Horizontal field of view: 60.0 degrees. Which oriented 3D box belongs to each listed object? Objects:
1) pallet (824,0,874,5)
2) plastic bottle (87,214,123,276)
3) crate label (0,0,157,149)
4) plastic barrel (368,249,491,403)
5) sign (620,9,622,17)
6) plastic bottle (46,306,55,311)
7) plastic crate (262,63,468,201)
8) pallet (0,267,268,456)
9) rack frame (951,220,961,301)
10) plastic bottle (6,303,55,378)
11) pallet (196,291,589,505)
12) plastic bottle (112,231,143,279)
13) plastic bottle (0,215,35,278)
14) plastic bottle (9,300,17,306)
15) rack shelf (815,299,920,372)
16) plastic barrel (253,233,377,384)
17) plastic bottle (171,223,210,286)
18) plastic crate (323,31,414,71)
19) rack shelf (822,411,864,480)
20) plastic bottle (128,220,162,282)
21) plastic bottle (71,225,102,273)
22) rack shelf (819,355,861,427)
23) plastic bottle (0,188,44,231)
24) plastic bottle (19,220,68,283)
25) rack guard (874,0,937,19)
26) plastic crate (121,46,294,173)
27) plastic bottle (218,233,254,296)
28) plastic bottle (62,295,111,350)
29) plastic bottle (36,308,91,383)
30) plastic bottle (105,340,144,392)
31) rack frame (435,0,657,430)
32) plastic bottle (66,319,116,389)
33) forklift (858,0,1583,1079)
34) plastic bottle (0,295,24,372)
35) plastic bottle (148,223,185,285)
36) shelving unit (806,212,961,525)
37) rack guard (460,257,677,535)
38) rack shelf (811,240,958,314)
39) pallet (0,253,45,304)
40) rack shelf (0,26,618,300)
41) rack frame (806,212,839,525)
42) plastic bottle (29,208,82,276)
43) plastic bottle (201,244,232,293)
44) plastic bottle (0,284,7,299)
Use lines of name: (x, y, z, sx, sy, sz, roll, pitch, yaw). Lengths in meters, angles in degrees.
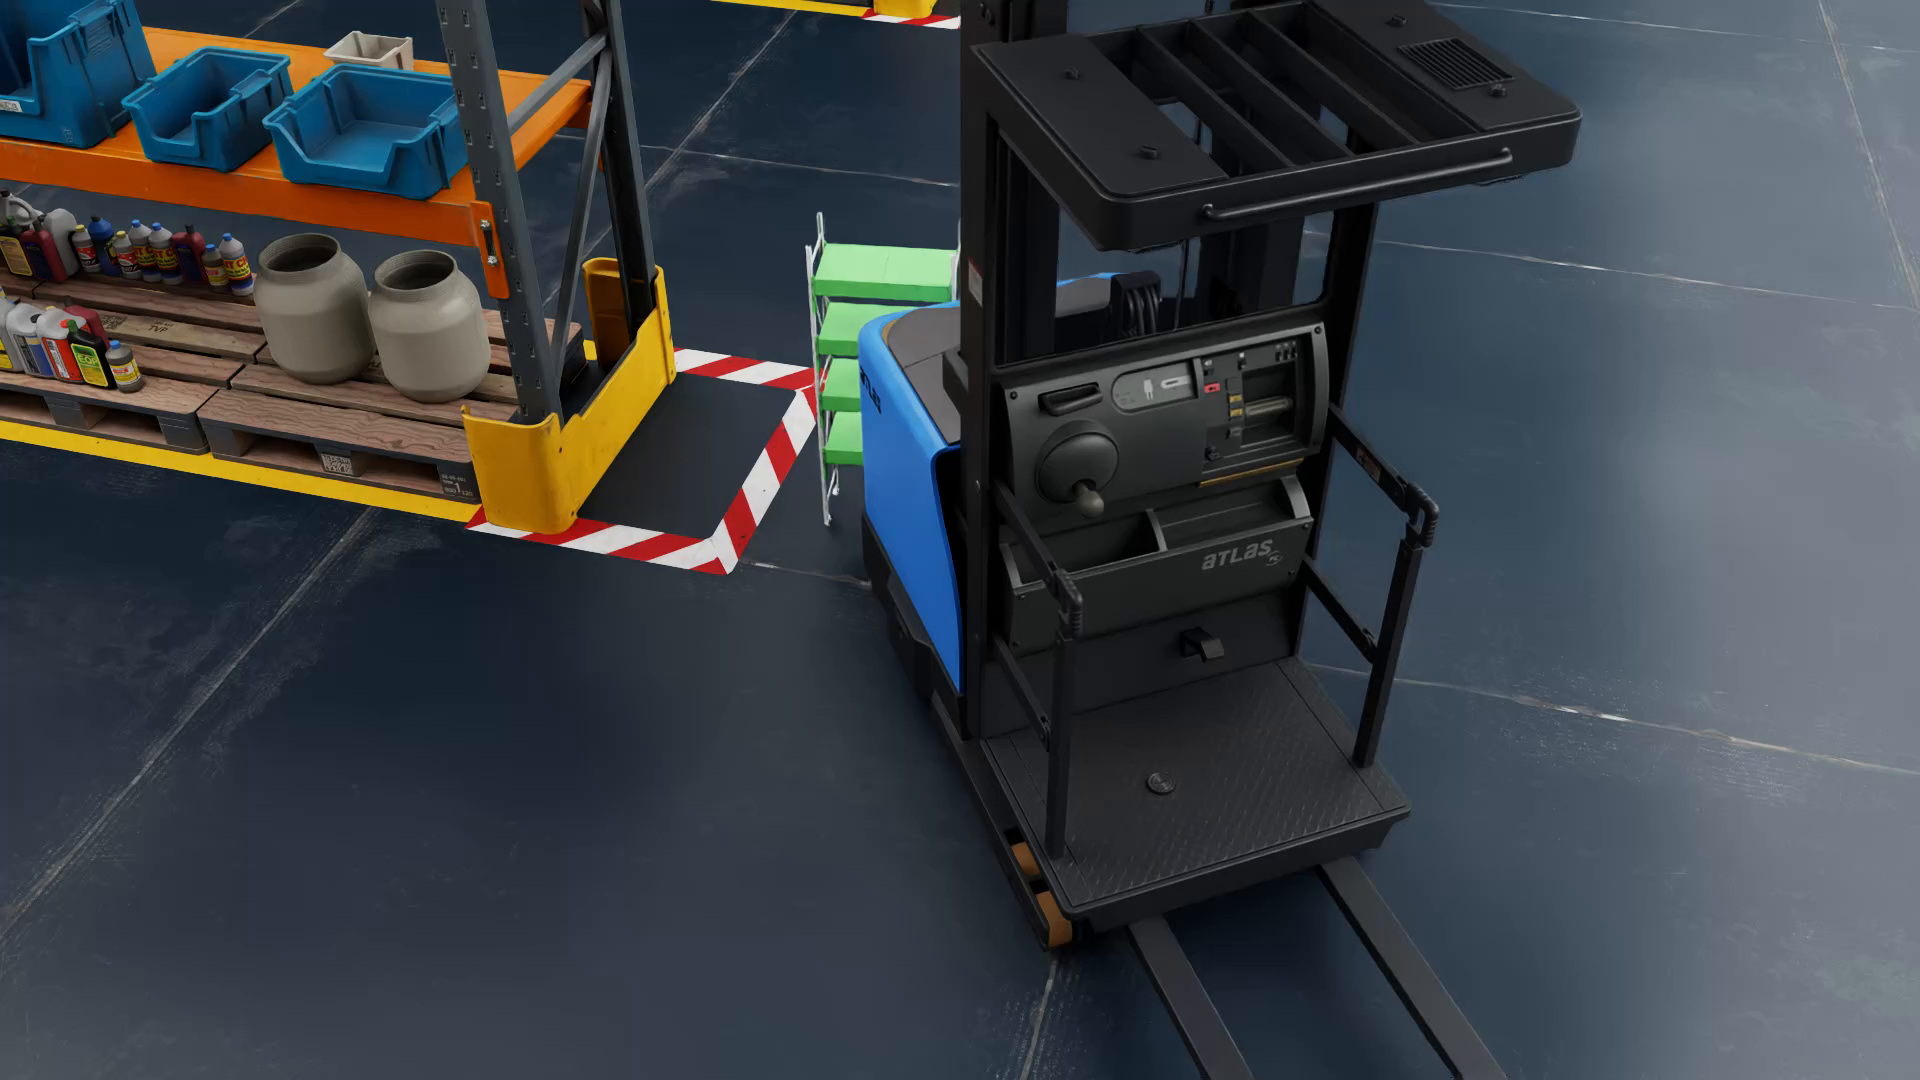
pallet: (-0.994, -3.745, 10.545, 1.213, 0.211, 1.003, 10, 41, 11)
plastic bottle: (-3.720, -1.292, 7.235, 0.097, 0.271, 0.097, 0, 40, 0)
crate label: (-3.274, -1.717, 5.935, 0.616, 0.435, 0.502, 10, 41, 11)
plastic barrel: (-2.081, -0.836, 6.521, 0.421, 0.512, 0.421, 0, 40, 0)
sign: (-1.279, -2.013, 6.099, 0.005, 0.325, 0.100, 10, 41, 11)
plastic bottle: (-3.669, -0.858, 6.773, 0.097, 0.201, 0.097, 0, 40, 0)
plastic crate: (-1.987, -1.406, 5.708, 0.616, 0.251, 0.499, 10, 41, 11)
pallet: (-3.470, -0.824, 7.067, 1.213, 0.211, 1.003, 10, 41, 11)
rack frame: (-0.010, -0.559, 5.983, 0.015, 1.200, 0.240, 4, 40, 5)
plastic bottle: (-3.684, -0.806, 6.653, 0.135, 0.276, 0.152, 9, 41, 10)
pallet: (-2.295, -0.620, 6.824, 1.213, 0.211, 1.003, 10, 41, 11)
plastic bottle: (-3.620, -1.248, 7.237, 0.097, 0.201, 0.097, 0, 40, 0)
plastic bottle: (-4.097, -1.278, 7.209, 0.133, 0.283, 0.061, 10, 41, 11)
plastic bottle: (-3.856, -0.885, 6.805, 0.097, 0.201, 0.097, 0, 40, 0)
rack shelf: (-0.253, -0.711, 5.889, 0.480, 0.148, 0.258, 4, 40, 5)
plastic barrel: (-2.565, -0.919, 6.620, 0.421, 0.512, 0.421, 0, 40, 0)
plastic bottle: (-3.311, -1.238, 7.162, 0.133, 0.283, 0.061, 10, 41, 12)
plastic crate: (-2.207, -1.814, 6.282, 0.250, 0.136, 0.298, 10, 41, 11)
rack shelf: (-0.253, -0.343, 6.198, 0.480, 0.148, 0.258, 4, 40, 5)
plastic bottle: (-3.524, -1.258, 7.195, 0.097, 0.271, 0.097, 0, 40, 0)
plastic bottle: (-3.819, -1.282, 7.278, 0.097, 0.201, 0.097, 0, 40, 0)
rack shelf: (-0.253, -0.527, 6.044, 0.480, 0.148, 0.258, 4, 40, 5)
plastic bottle: (-4.096, -1.371, 7.268, 0.185, 0.351, 0.144, 10, 41, 11)
plastic bottle: (-3.967, -1.250, 7.176, 0.133, 0.283, 0.061, 10, 41, 11)
rack guard: (-0.219, -3.698, 10.265, 0.348, 0.500, 1.175, 10, 41, 11)
plastic crate: (-2.612, -1.518, 5.840, 0.408, 0.251, 0.499, 10, 41, 11)
plastic bottle: (-3.097, -1.185, 7.107, 0.097, 0.271, 0.097, 0, 40, 0)
plastic bottle: (-3.523, -0.852, 6.702, 0.133, 0.283, 0.061, 10, 41, 11)
plastic bottle: (-3.550, -0.783, 6.626, 0.135, 0.276, 0.152, 10, 41, 12)
plastic bottle: (-3.313, -0.696, 6.580, 0.097, 0.201, 0.097, 0, 40, 0)
rack frame: (-1.426, -1.566, 5.782, 0.127, 3.000, 1.000, 10, 41, 11)
plastic bottle: (-3.431, -0.735, 6.563, 0.133, 0.283, 0.061, 11, 41, 12)
forklift: (0.634, -0.244, 4.262, 1.130, 2.935, 3.031, -13, 42, -15)
plastic bottle: (-3.845, -0.860, 6.659, 0.185, 0.351, 0.144, 11, 41, 13)
plastic bottle: (-3.428, -1.242, 7.175, 0.097, 0.271, 0.097, 0, 40, 0)
shelving unit: (-0.253, -0.576, 6.003, 0.503, 1.200, 0.258, 4, 40, 5)
rack guard: (-1.511, -0.592, 6.566, 0.348, 0.500, 1.175, 10, 41, 11)
rack shelf: (-0.253, -0.894, 5.735, 0.480, 0.148, 0.258, 4, 40, 5)
pallet: (-4.652, -1.025, 7.307, 1.213, 0.211, 1.003, 10, 41, 11)
rack shelf: (-3.358, -1.623, 6.409, 4.000, 0.370, 1.077, 10, 41, 11)
rack frame: (-0.495, -0.592, 6.022, 0.015, 1.200, 0.240, 4, 40, 5)
plastic bottle: (-3.940, -1.313, 7.257, 0.135, 0.276, 0.152, 10, 41, 12)
plastic bottle: (-3.197, -1.175, 7.150, 0.097, 0.201, 0.097, 0, 40, 0)
plastic bottle: (-4.010, -0.958, 6.835, 0.135, 0.276, 0.152, 10, 41, 11)
